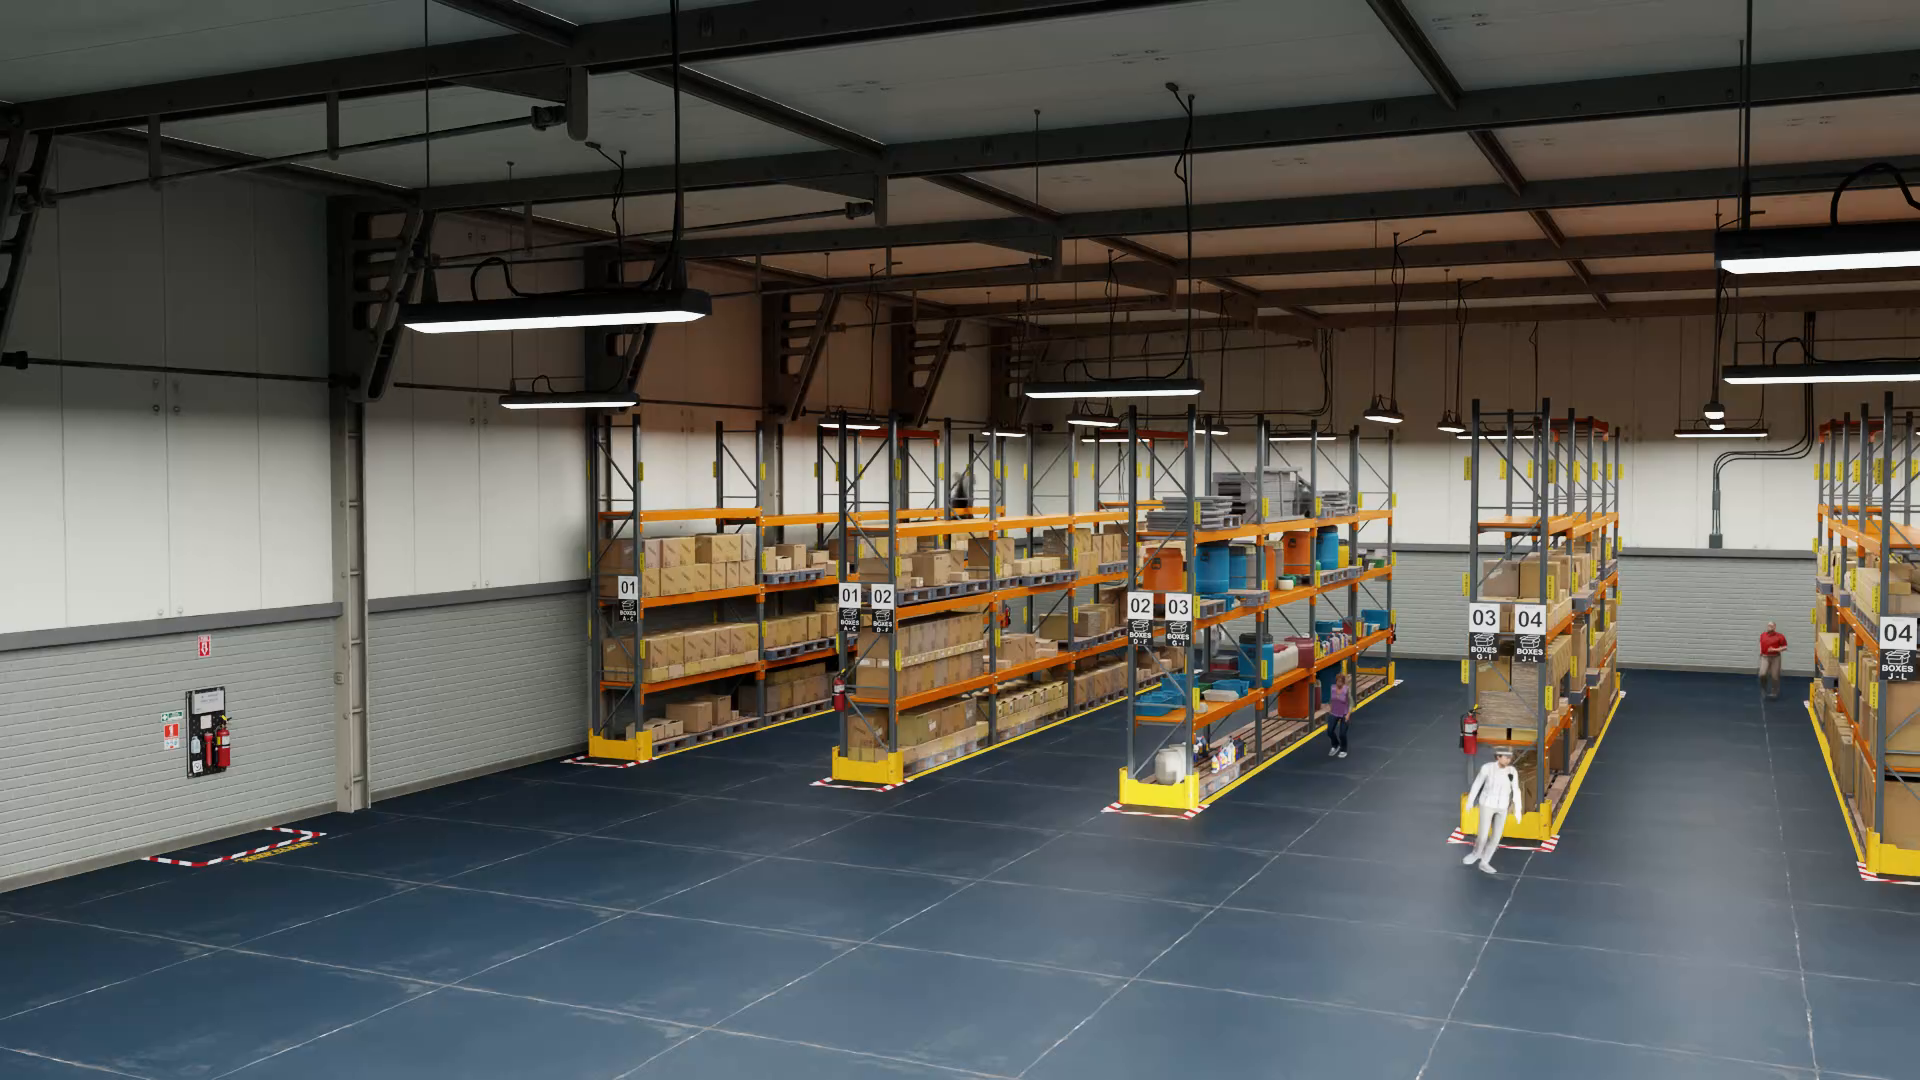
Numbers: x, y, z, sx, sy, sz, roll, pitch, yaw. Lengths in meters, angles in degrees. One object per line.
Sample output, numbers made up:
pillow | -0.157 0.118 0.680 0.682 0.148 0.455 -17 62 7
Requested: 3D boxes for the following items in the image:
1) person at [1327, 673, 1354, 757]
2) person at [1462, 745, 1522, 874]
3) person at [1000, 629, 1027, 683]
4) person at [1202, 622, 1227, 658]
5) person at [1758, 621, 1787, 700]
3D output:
person | 6.604 3.045 28.817 0.500 1.507 0.682 1 3 26
person | 6.637 3.342 20.706 0.633 1.627 0.547 0 2 -3
person | 1.237 2.741 37.187 0.656 1.535 1.184 2 3 43
person | 6.438 2.512 42.098 0.641 1.537 0.756 0 2 4
person | 17.794 2.650 36.471 0.625 1.728 0.697 2 3 42
